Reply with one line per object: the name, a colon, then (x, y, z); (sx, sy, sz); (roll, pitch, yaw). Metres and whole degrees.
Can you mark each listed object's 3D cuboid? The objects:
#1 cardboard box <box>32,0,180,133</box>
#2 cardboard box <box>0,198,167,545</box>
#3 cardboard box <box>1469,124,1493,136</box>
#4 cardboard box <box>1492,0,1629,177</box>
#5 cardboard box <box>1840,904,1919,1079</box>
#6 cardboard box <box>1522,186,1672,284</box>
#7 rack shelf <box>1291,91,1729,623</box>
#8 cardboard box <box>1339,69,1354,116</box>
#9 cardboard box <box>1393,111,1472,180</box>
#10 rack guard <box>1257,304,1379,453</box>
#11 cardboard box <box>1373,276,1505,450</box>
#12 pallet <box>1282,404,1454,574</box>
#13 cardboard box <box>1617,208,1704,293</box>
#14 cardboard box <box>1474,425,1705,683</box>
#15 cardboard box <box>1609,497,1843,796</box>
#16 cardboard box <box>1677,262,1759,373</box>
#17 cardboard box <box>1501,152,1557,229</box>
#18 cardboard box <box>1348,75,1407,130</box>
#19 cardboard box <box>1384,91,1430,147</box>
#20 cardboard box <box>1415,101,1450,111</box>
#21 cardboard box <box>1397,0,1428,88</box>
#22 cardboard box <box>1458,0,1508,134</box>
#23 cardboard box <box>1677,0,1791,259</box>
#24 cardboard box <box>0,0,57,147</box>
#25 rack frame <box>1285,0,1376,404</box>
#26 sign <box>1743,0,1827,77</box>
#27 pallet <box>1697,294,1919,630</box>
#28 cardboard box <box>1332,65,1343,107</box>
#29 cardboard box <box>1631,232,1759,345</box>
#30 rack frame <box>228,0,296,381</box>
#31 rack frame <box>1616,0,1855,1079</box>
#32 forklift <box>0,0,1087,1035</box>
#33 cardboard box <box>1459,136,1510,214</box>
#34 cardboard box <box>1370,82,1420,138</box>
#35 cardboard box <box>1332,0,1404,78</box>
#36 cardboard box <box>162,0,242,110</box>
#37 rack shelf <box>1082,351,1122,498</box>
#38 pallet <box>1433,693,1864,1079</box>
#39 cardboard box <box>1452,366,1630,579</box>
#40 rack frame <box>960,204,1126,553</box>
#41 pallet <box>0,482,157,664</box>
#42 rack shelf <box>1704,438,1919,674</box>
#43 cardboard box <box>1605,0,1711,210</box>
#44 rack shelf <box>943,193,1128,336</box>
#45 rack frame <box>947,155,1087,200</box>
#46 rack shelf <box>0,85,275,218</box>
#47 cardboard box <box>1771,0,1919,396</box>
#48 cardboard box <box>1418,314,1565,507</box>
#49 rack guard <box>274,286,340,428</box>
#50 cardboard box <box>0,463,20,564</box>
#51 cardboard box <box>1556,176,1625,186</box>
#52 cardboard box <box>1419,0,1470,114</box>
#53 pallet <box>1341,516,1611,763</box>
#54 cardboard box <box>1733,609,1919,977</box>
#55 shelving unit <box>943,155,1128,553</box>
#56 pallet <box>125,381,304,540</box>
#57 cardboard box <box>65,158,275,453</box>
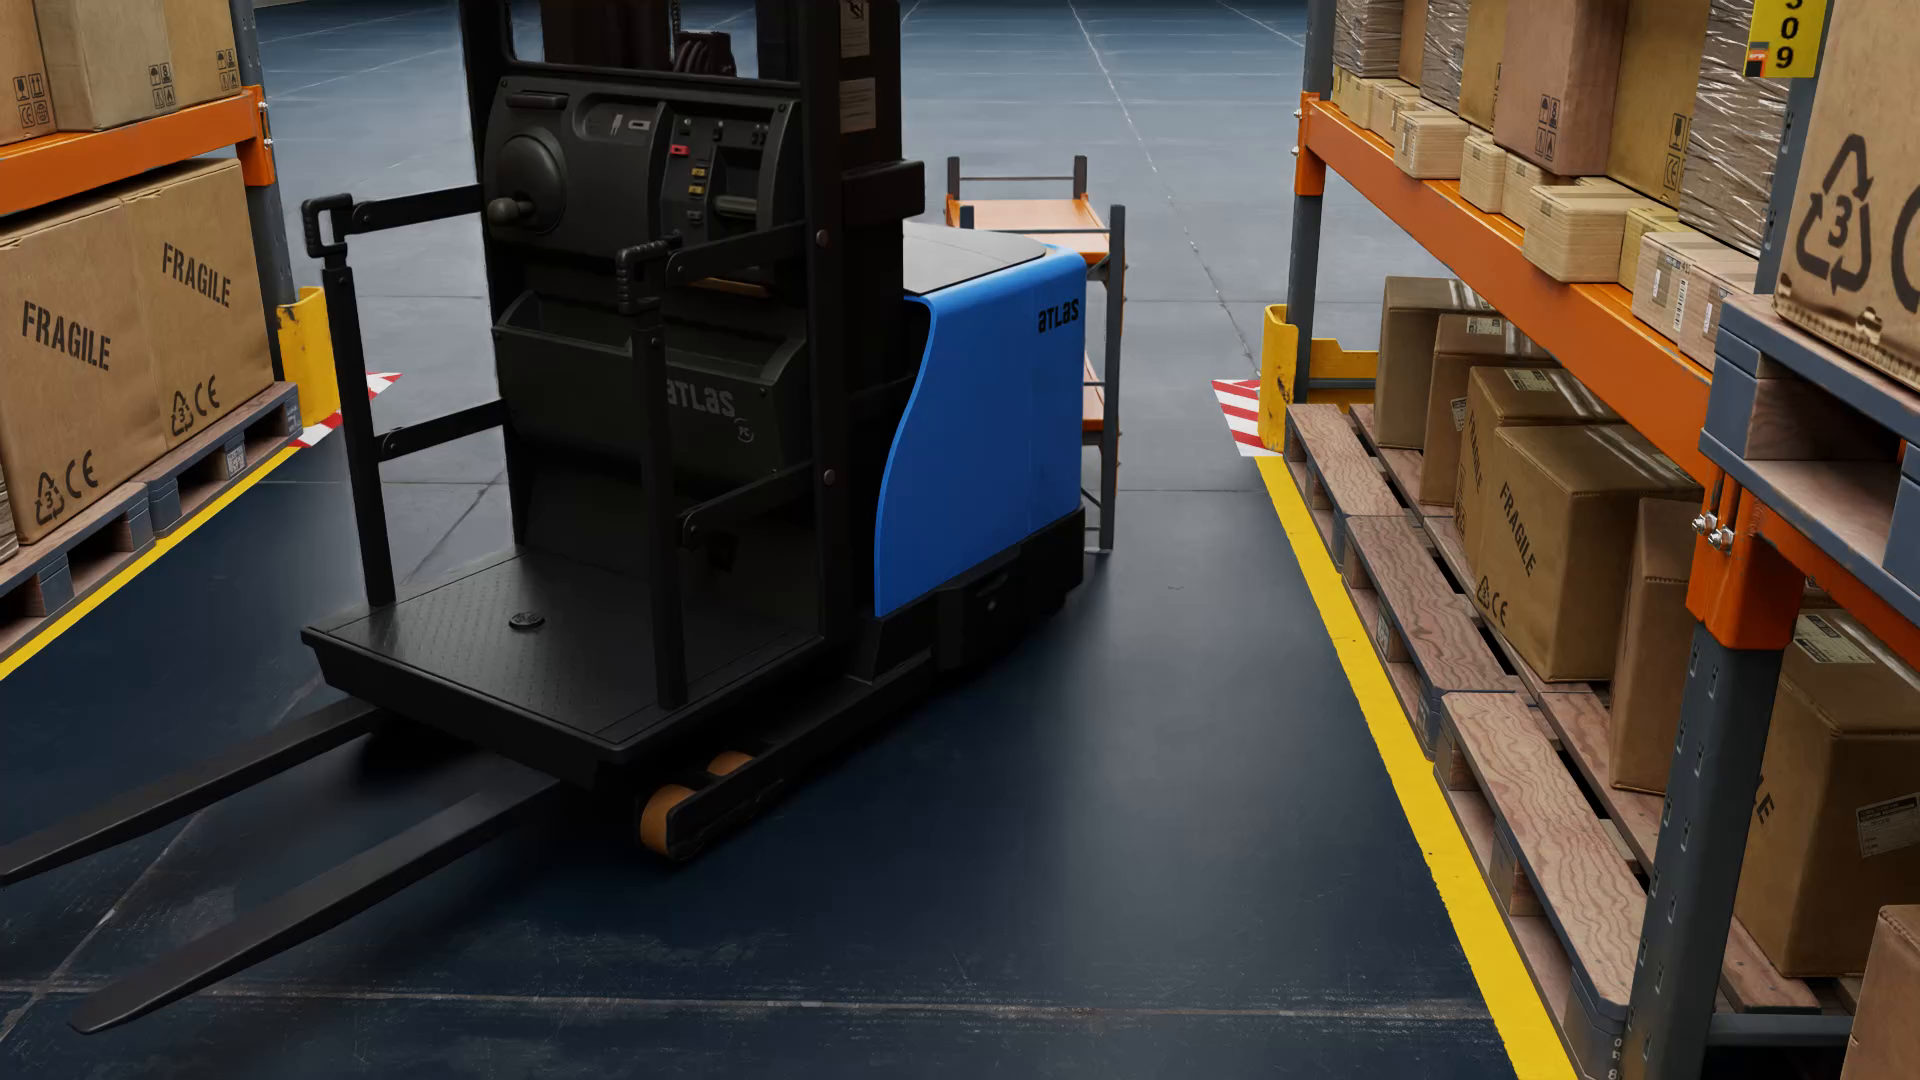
cardboard box: (-3.142, -1.644, 5.412); (0.875, 0.550, 0.550); (1, 21, 2)
cardboard box: (-3.160, -0.549, 5.154); (0.875, 0.875, 0.875); (0, 21, 1)
cardboard box: (1.509, -0.966, 4.220); (0.380, 0.149, 0.250); (1, 21, 2)
cardboard box: (1.692, -1.080, 3.617); (0.875, 0.500, 0.500); (1, 21, 2)
cardboard box: (1.612, 0.811, 2.138); (0.700, 0.500, 0.500); (-1, 21, -3)
cardboard box: (1.346, -0.606, 3.292); (0.380, 0.149, 0.250); (1, 21, 2)
rack shelf: (1.713, -0.758, 4.331); (1.077, 0.370, 4.000); (1, 21, 2)
cardboard box: (1.500, -1.509, 5.619); (0.380, 0.149, 0.250); (1, 21, 2)
cardboard box: (1.384, -1.058, 4.456); (0.380, 0.149, 0.250); (1, 21, 2)
rack guard: (1.771, -0.624, 6.446); (1.175, 0.500, 0.348); (1, 21, 2)
cardboard box: (1.738, -0.622, 5.860); (0.500, 0.500, 0.500); (5, 22, 12)
pallet: (1.711, -0.196, 5.742); (1.003, 0.211, 1.213); (1, 21, 2)
cardboard box: (1.449, -0.514, 3.055); (0.380, 0.149, 0.250); (1, 21, 2)
cardboard box: (1.654, 0.022, 4.200); (0.500, 0.500, 0.500); (-1, 21, -3)
cardboard box: (1.714, 0.248, 3.619); (0.500, 0.500, 0.500); (8, 22, 19)
cardboard box: (1.365, -0.334, 2.592); (0.380, 0.149, 0.250); (1, 21, 2)
cardboard box: (1.452, -0.786, 3.755); (0.380, 0.149, 0.250); (1, 21, 2)
cardboard box: (1.477, -1.419, 5.386); (0.380, 0.149, 0.250); (1, 21, 2)
cardboard box: (1.476, -1.238, 4.920); (0.380, 0.149, 0.250); (1, 21, 2)
cardboard box: (1.495, -1.147, 4.686); (0.380, 0.149, 0.250); (1, 21, 2)
cardboard box: (1.834, -1.622, 5.012); (0.875, 0.500, 0.500); (1, 21, 2)
cardboard box: (1.749, -1.261, 4.082); (0.875, 0.500, 0.500); (1, 21, 2)
cardboard box: (1.727, -0.718, 2.683); (0.875, 0.500, 0.500); (1, 21, 2)
cardboard box: (-3.284, -1.443, 4.894); (0.875, 0.550, 0.550); (1, 21, 2)
rack frame: (1.774, -1.817, 6.065); (1.000, 3.000, 0.127); (1, 21, 2)
sign: (1.109, -0.777, 2.189); (0.100, 0.325, 0.005); (1, 21, 2)
pallet: (1.483, -0.006, 1.664); (1.003, 0.211, 1.213); (1, 21, 2)
cardboard box: (1.527, -1.599, 5.851); (0.380, 0.149, 0.250); (1, 21, 2)
cardboard box: (1.382, -0.425, 2.824); (0.380, 0.149, 0.250); (1, 21, 2)
rack frame: (-3.181, -1.908, 6.300); (1.000, 3.000, 0.127); (1, 21, 2)
rack frame: (1.649, -0.371, 2.337); (0.949, 2.616, 0.053); (1, 21, 2)
forklift: (-0.878, -0.851, 3.671); (1.130, 2.935, 3.031); (14, 25, 32)
cardboard box: (1.425, -0.877, 3.989); (0.380, 0.149, 0.250); (1, 21, 2)
cardboard box: (1.490, -1.328, 5.153); (0.380, 0.149, 0.250); (1, 21, 2)
cardboard box: (1.729, -1.804, 5.481); (0.875, 0.500, 0.500); (1, 21, 2)
cardboard box: (-3.147, -1.843, 5.925); (0.875, 0.550, 0.550); (1, 21, 2)
rack shelf: (0.227, -0.442, 5.788); (0.538, 0.278, 1.000); (-1, 21, -2)
pallet: (1.637, 0.686, 3.469); (1.003, 0.211, 1.213); (1, 21, 2)
cardboard box: (1.716, -0.179, 4.719); (0.500, 0.500, 0.500); (3, 21, 7)
rack frame: (0.250, -0.486, 5.226); (0.500, 1.125, 0.032); (-1, 21, -2)
pallet: (-3.167, 0.122, 4.923); (1.003, 0.211, 1.213); (1, 21, 2)
rack shelf: (1.591, 0.688, 0.604); (1.077, 0.370, 4.000); (1, 21, 2)
cardboard box: (1.778, -0.898, 3.148); (0.875, 0.500, 0.500); (1, 21, 2)
rack shelf: (0.227, -0.942, 5.593); (0.538, 0.278, 1.000); (-1, 21, -2)
rack frame: (0.205, -0.853, 6.173); (0.500, 1.125, 0.032); (-1, 21, -2)
rack shelf: (-3.242, -0.849, 4.566); (1.077, 0.370, 4.000); (1, 21, 2)
cardboard box: (1.488, -0.560, 1.417); (1.000, 1.000, 1.000); (1, 21, 2)
cardboard box: (1.754, -0.405, 5.302); (0.500, 0.500, 0.500); (6, 22, 16)
rack guard: (-3.180, -0.751, 6.774); (1.175, 0.500, 0.348); (1, 21, 2)
cardboard box: (-3.190, -0.220, 4.305); (0.875, 0.875, 0.875); (1, 21, 2)
cardboard box: (1.485, -0.695, 3.521); (0.380, 0.149, 0.250); (1, 21, 2)
cardboard box: (1.776, -1.441, 4.547); (0.875, 0.500, 0.500); (1, 21, 2)
pallet: (1.671, 0.244, 4.608); (1.003, 0.211, 1.213); (1, 21, 2)
cardboard box: (1.704, 0.455, 3.085); (0.500, 0.500, 0.500); (0, 21, 0)
shelving unit: (0.227, -0.669, 5.699); (0.538, 1.125, 1.048); (-1, 21, -2)
pallet: (-3.127, -0.318, 6.057); (1.003, 0.211, 1.213); (1, 21, 2)
cardboard box: (-3.136, -0.867, 5.974); (0.875, 0.875, 0.875); (1, 21, 2)
